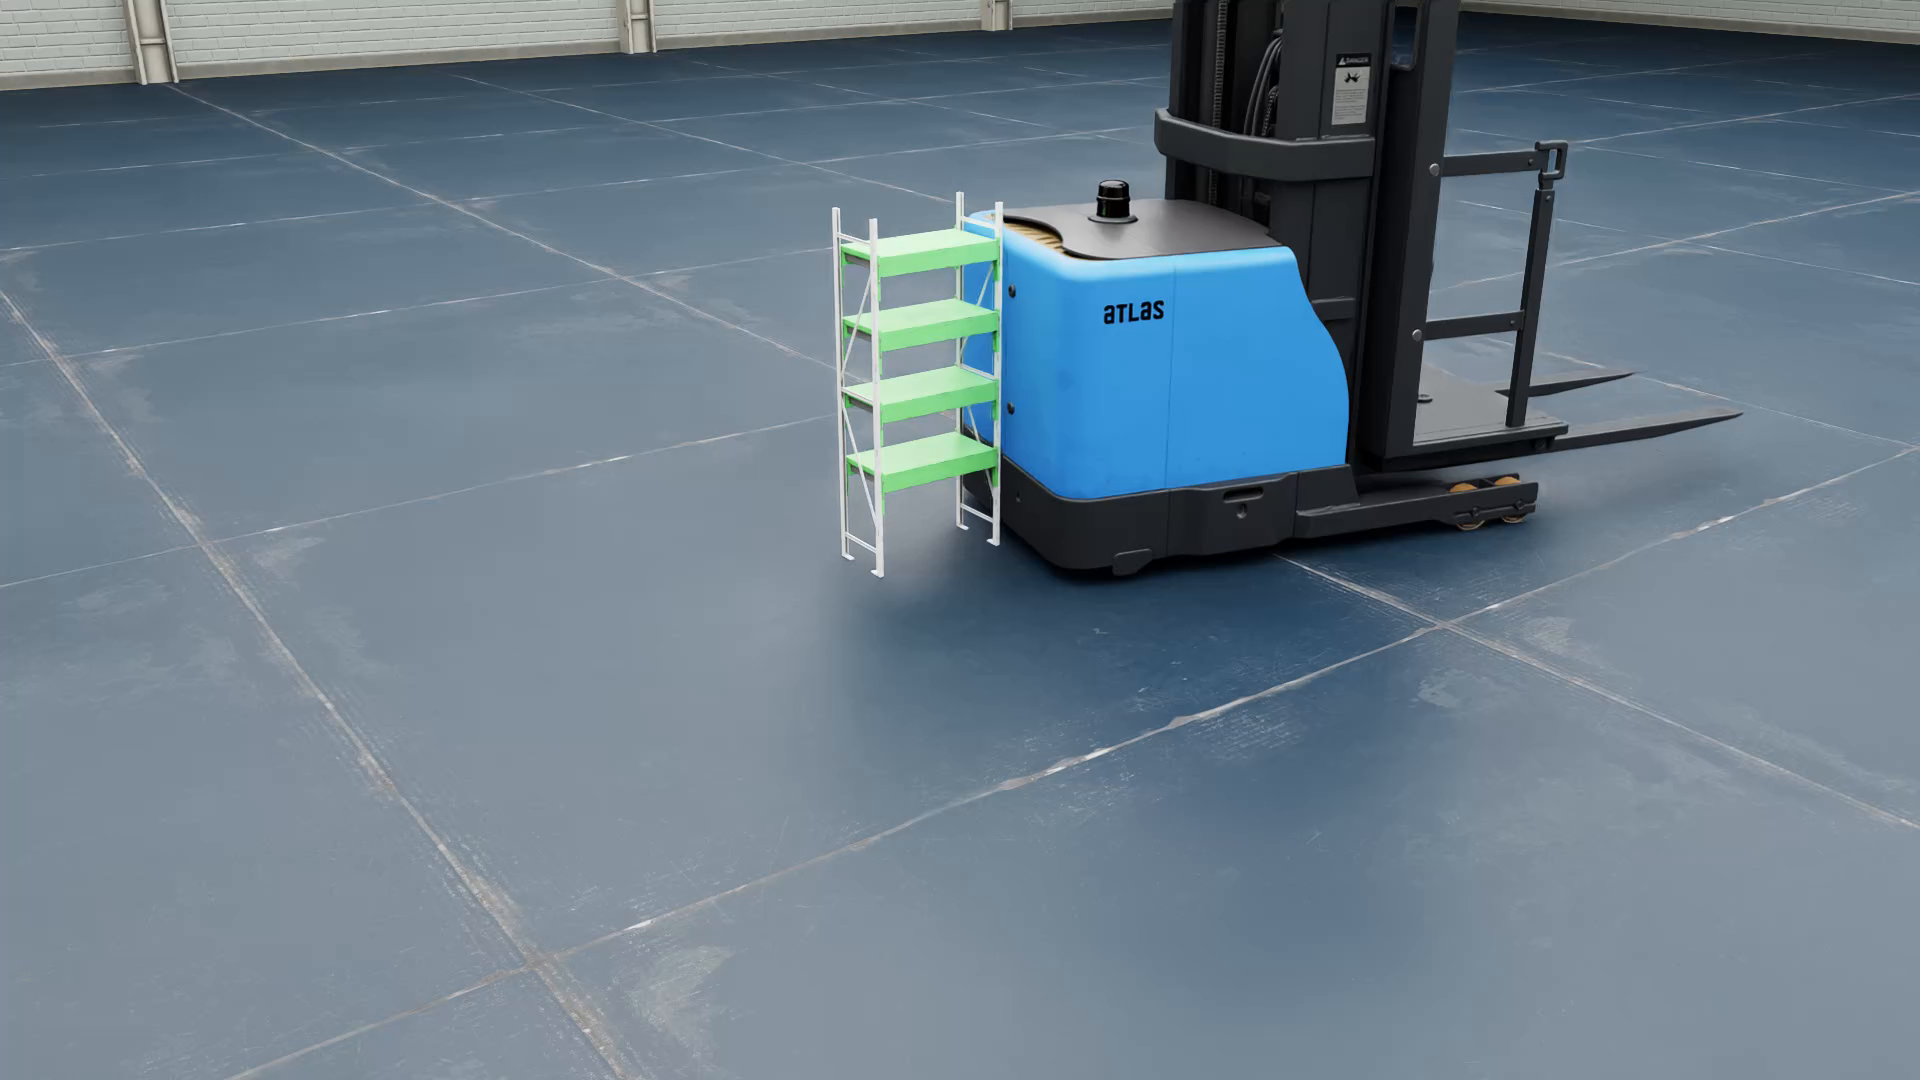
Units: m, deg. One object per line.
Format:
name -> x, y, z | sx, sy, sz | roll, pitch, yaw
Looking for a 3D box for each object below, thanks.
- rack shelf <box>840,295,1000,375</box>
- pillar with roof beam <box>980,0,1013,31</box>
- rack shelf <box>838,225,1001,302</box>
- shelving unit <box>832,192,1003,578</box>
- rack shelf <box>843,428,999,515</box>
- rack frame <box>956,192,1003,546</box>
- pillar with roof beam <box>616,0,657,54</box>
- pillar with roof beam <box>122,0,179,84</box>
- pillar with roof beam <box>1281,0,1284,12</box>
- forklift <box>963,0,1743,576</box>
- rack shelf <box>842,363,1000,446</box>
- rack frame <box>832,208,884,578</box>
rack shelf -> -0.134, -0.685, 5.519 | 0.480, 0.148, 0.258 | -15, 26, -33
pillar with roof beam -> 3.073, -10.723, 20.627 | 0.400, 9.000, 9.100 | -15, 26, -33
rack shelf -> -0.134, -0.908, 5.430 | 0.480, 0.148, 0.258 | -15, 26, -33
shelving unit -> -0.134, -0.521, 5.584 | 0.503, 1.200, 0.258 | -15, 26, -33
rack shelf -> -0.134, -0.239, 5.697 | 0.480, 0.148, 0.258 | -15, 26, -33
rack frame -> 0.064, -0.574, 5.717 | 0.015, 1.200, 0.240 | -15, 26, -33
pillar with roof beam -> -1.797, -9.424, 17.372 | 0.400, 9.000, 9.100 | -15, 26, -33
pillar with roof beam -> -6.667, -8.126, 14.117 | 0.400, 9.000, 9.100 | -15, 26, -33
pillar with roof beam -> 7.944, -12.022, 23.881 | 0.400, 9.000, 9.100 | -15, 26, -33
forklift -> 1.558, -1.569, 5.873 | 3.031, 2.935, 1.130 | -8, 23, -20
rack shelf -> -0.134, -0.462, 5.608 | 0.480, 0.148, 0.258 | -15, 26, -33
rack frame -> -0.332, -0.469, 5.452 | 0.015, 1.200, 0.240 | -15, 26, -33
